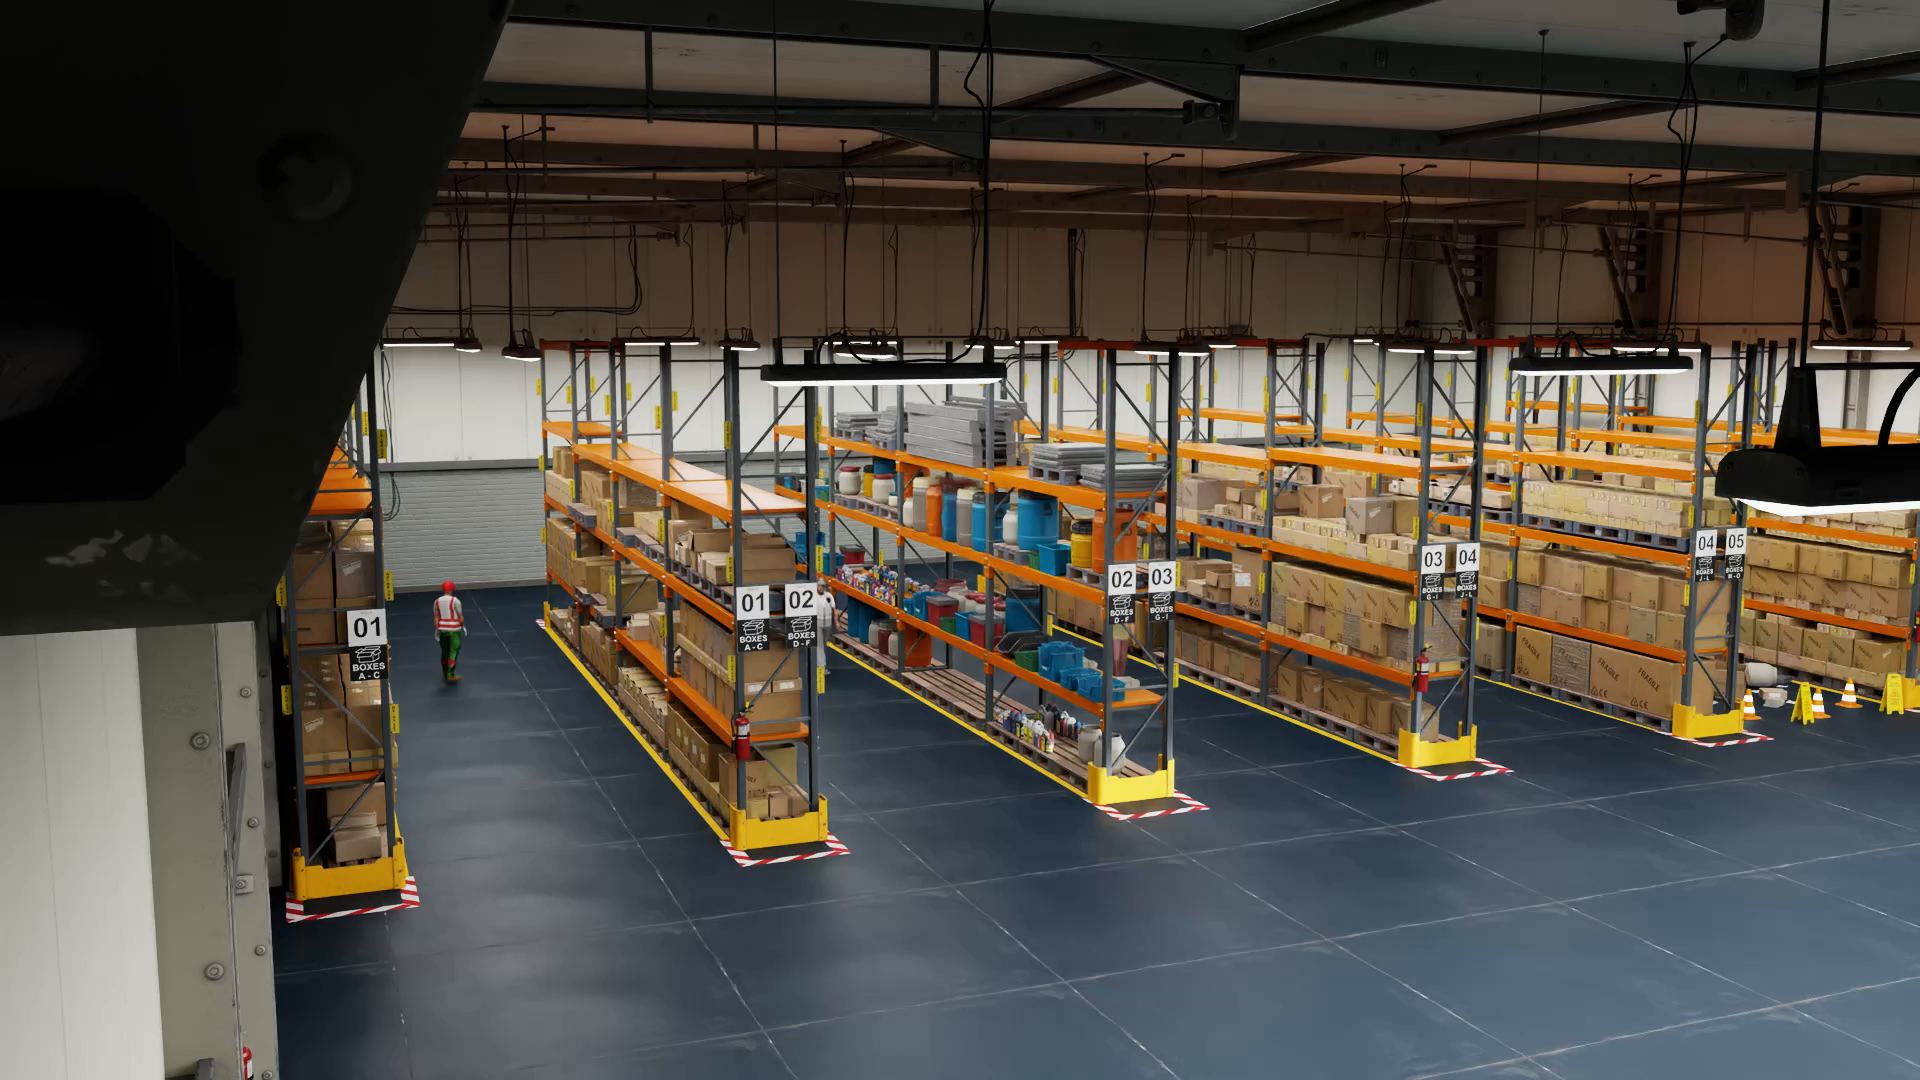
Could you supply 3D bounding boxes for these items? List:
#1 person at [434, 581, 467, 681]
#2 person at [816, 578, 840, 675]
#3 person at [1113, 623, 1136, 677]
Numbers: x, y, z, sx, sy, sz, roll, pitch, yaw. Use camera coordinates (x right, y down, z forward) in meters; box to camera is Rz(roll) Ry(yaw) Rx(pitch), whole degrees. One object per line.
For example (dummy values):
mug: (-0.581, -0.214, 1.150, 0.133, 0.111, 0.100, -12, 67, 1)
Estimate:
person: (-9.076, 1.613, 29.562, 0.582, 1.787, 0.733, 2, 8, 16)
person: (-2.517, 1.530, 30.284, 0.584, 1.706, 1.078, -3, 8, -24)
person: (2.806, 1.755, 28.968, 0.485, 1.714, 0.559, -2, 8, -14)
